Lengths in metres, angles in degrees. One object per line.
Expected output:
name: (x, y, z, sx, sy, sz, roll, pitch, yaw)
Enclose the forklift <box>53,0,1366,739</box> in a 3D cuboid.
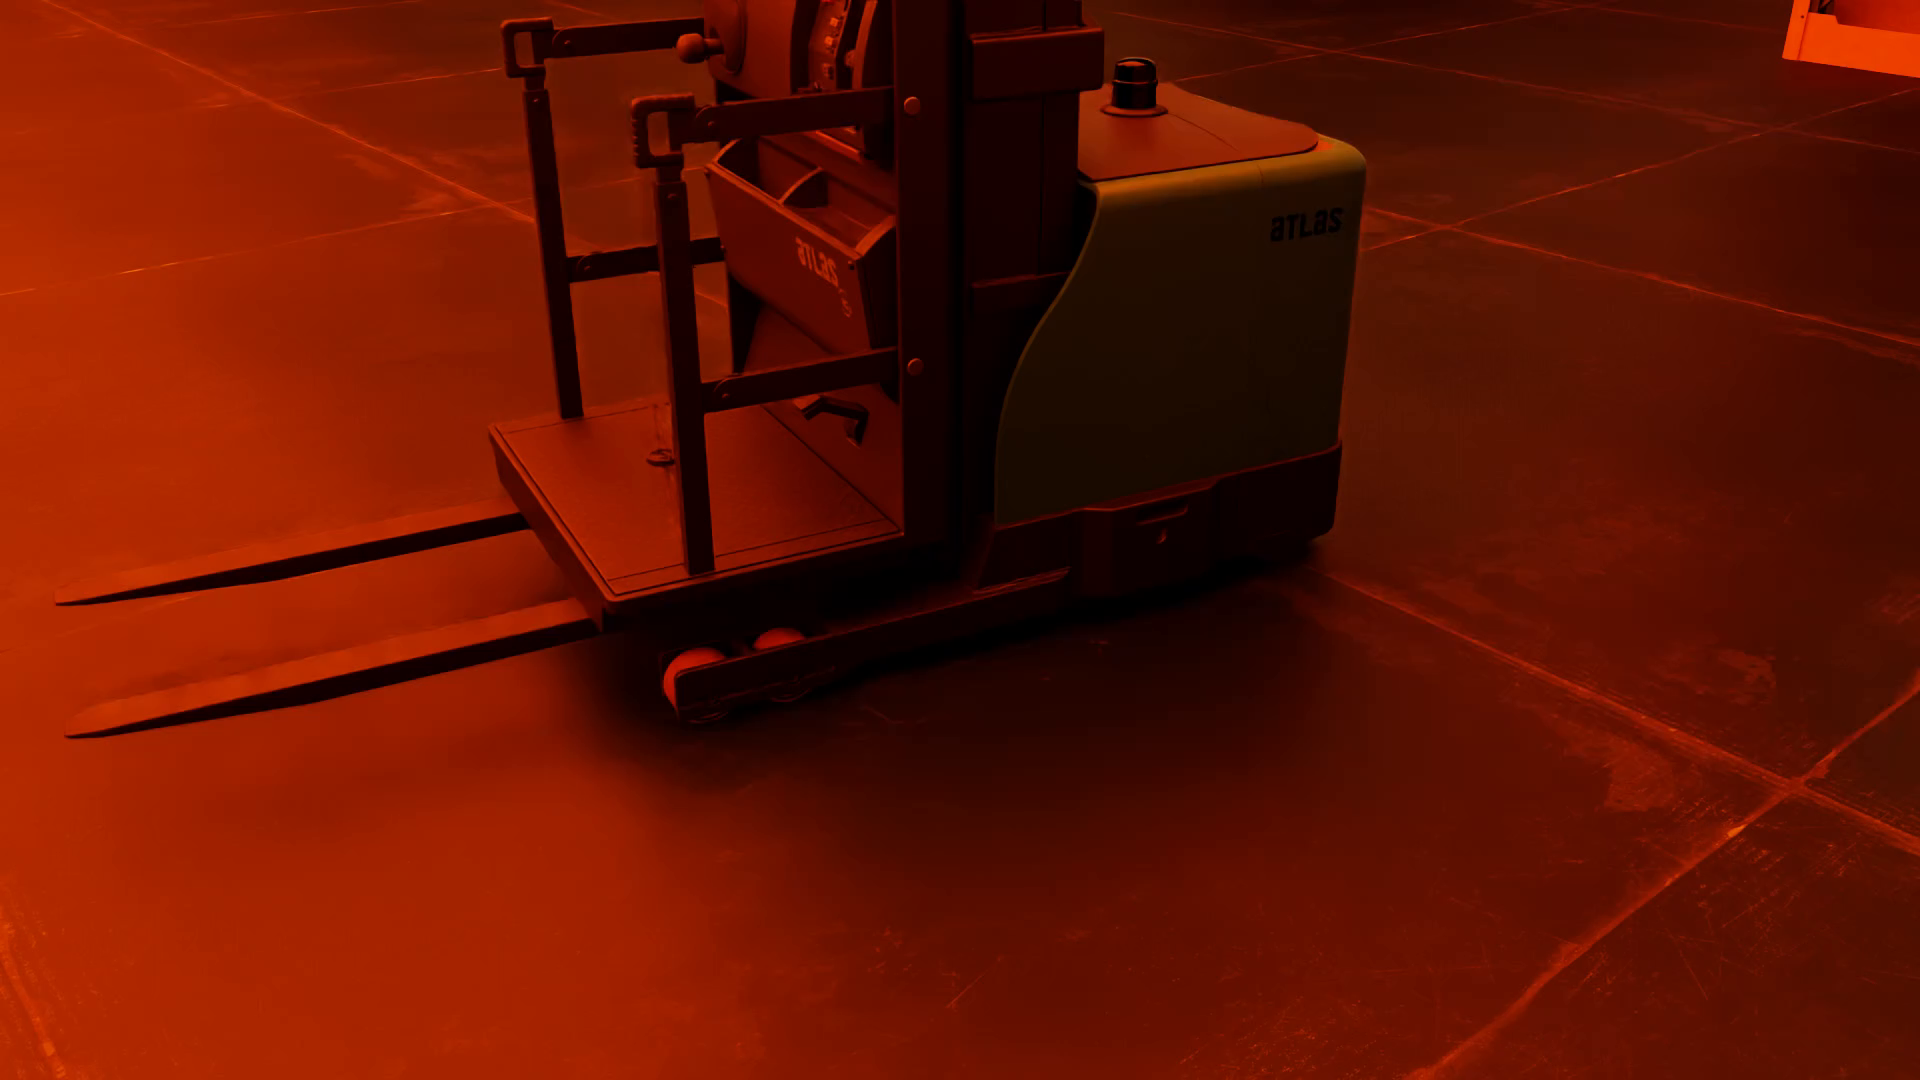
forklift: (-0.553, -1.175, 3.571, 3.031, 2.935, 1.130, -13, 29, -25)
